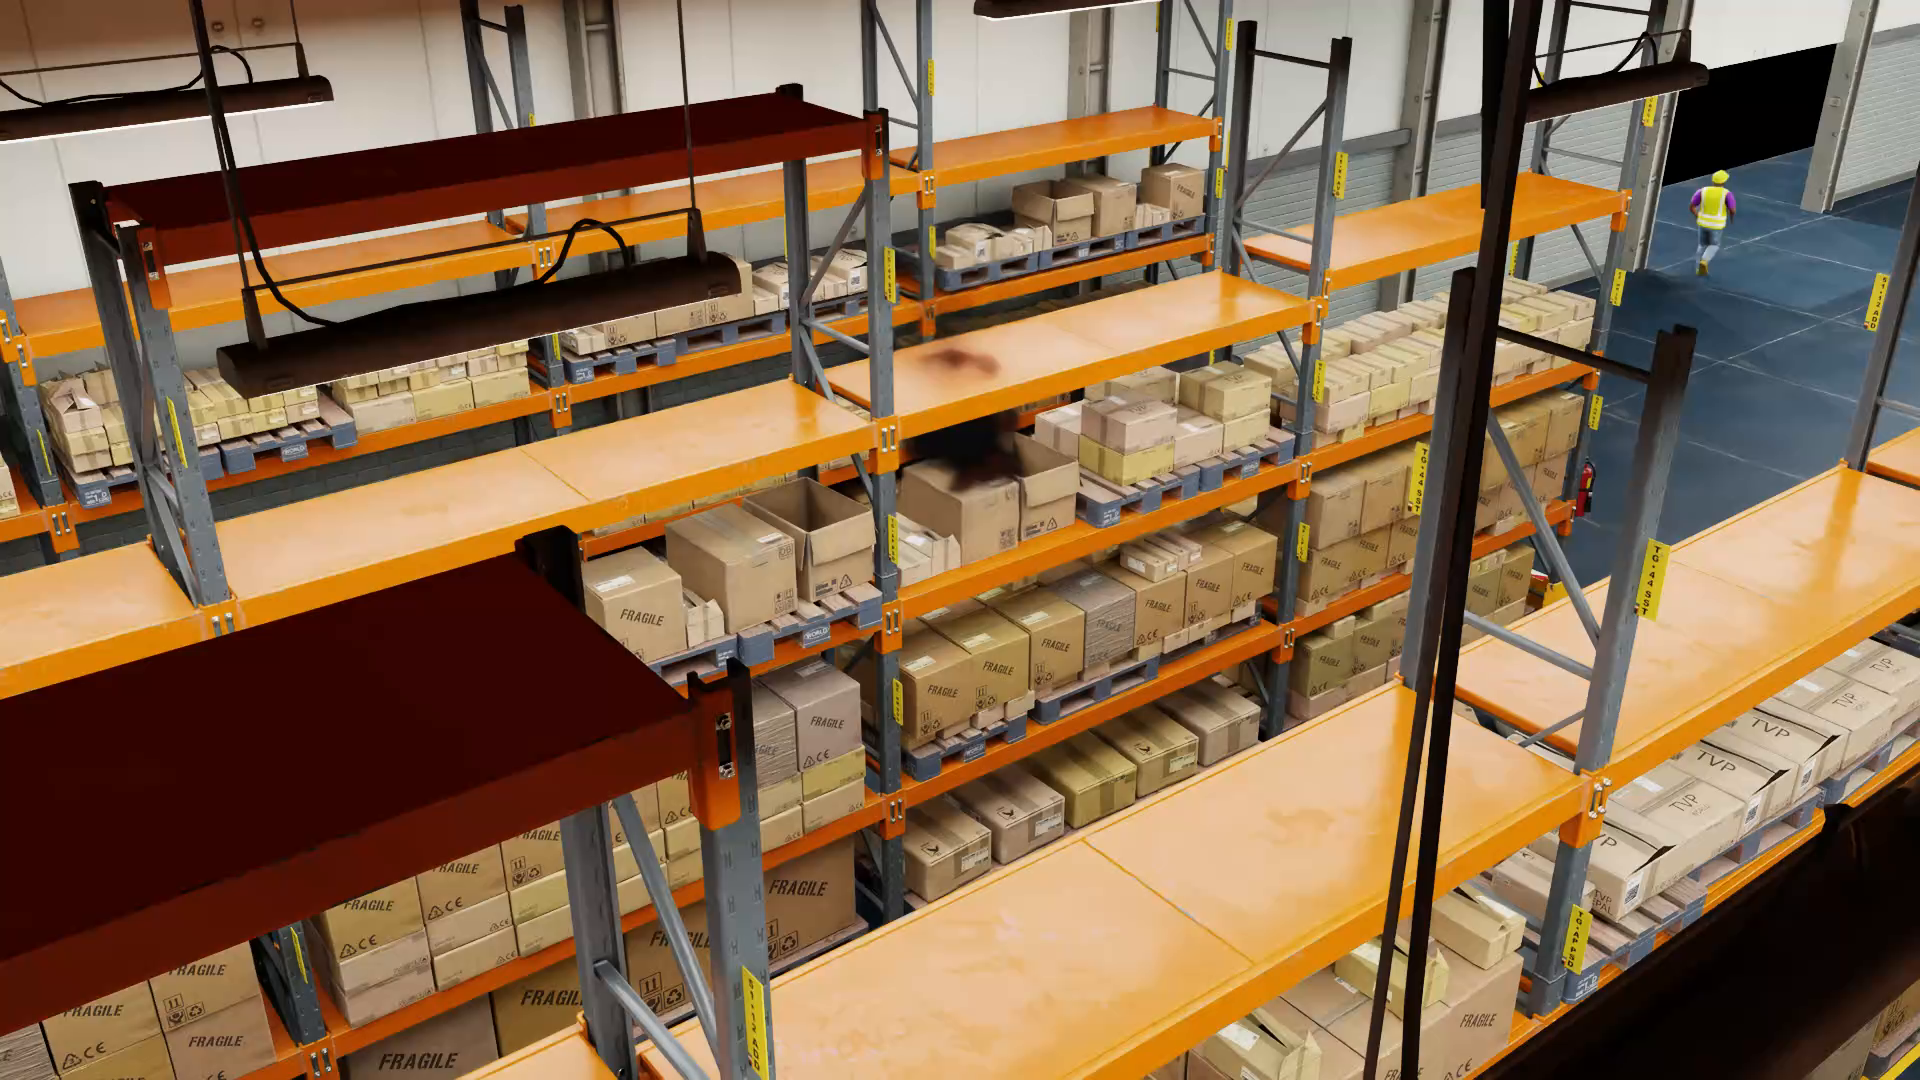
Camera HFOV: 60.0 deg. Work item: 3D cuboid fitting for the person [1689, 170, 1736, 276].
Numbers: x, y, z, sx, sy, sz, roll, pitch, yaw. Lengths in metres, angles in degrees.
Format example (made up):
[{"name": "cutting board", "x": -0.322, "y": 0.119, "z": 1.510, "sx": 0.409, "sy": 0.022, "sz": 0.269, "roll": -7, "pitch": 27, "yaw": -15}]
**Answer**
[{"name": "person", "x": 11.913, "y": -5.000, "z": 26.386, "sx": 0.712, "sy": 1.731, "sz": 0.594, "roll": 20, "pitch": 33, "yaw": 35}]
